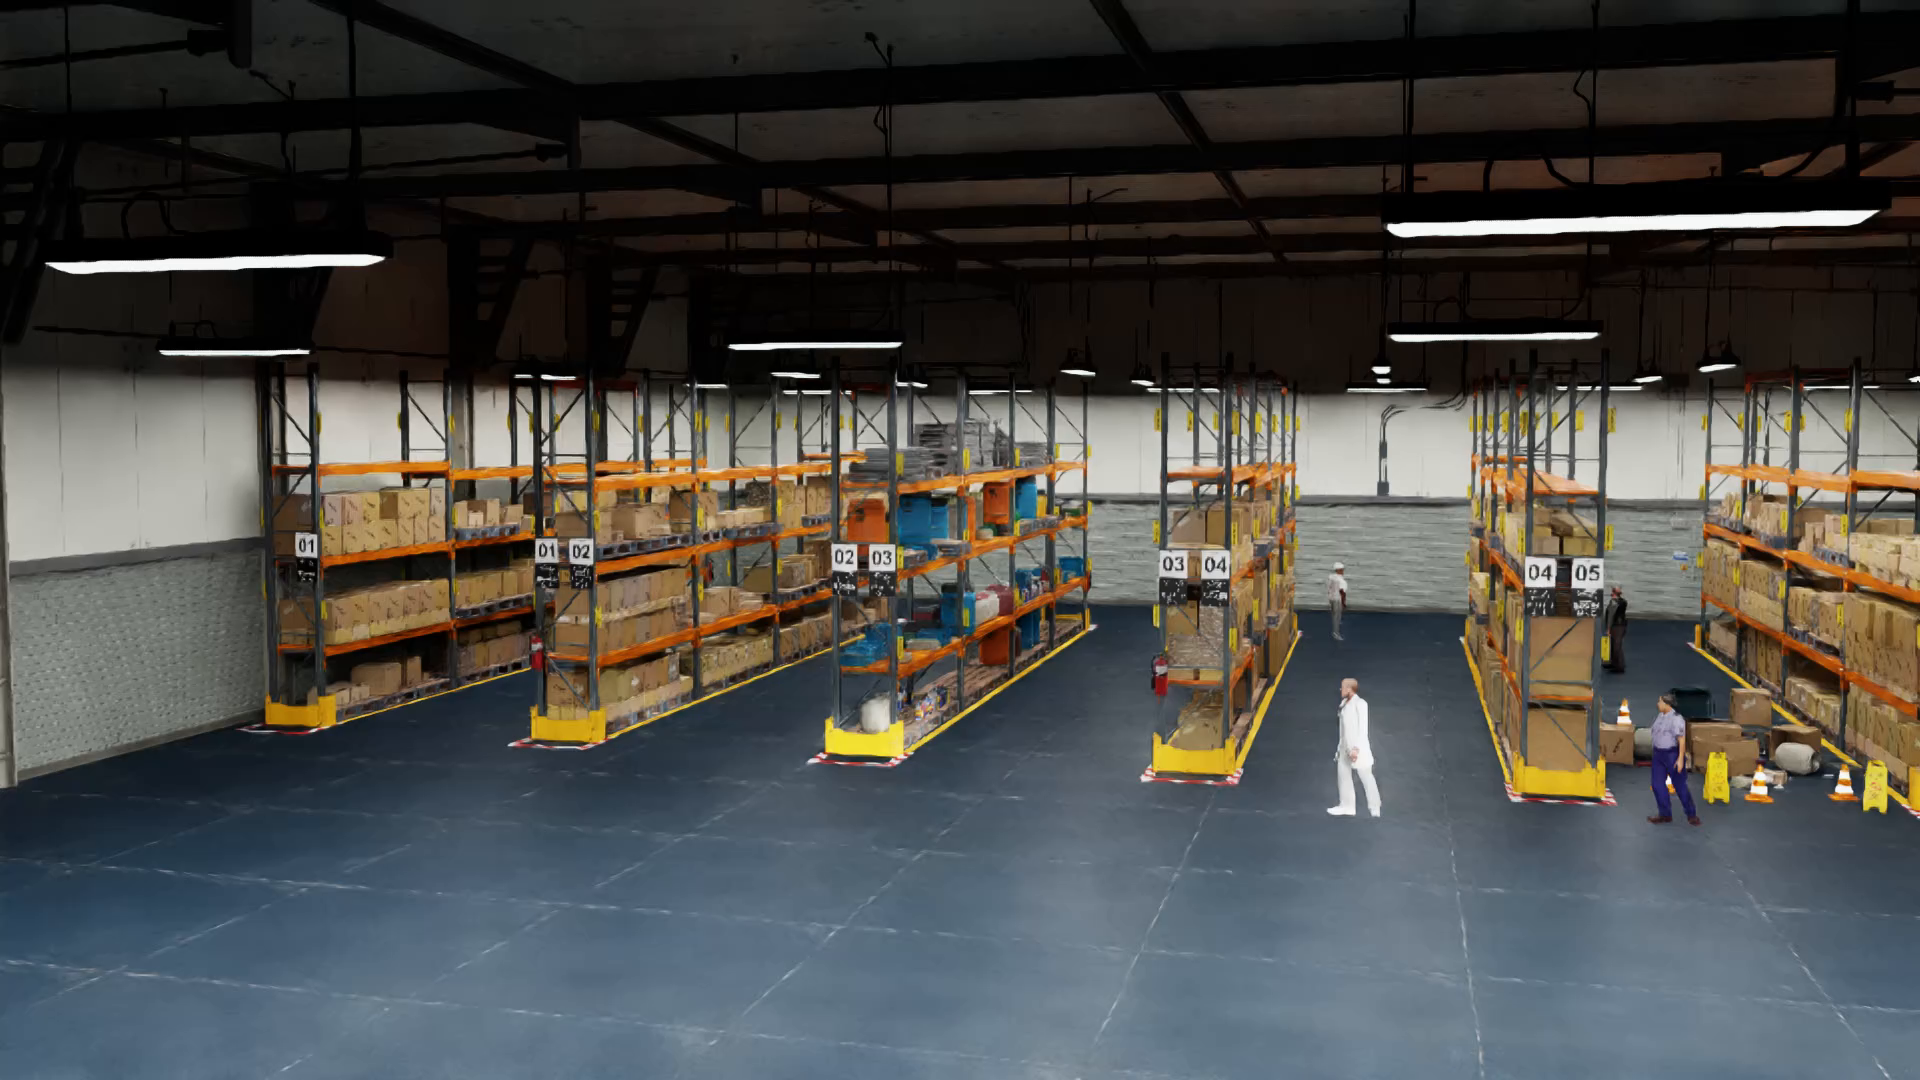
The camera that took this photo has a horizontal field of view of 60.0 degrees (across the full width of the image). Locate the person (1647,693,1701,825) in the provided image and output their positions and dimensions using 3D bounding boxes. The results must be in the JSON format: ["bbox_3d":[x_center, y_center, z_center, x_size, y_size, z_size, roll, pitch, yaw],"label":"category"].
[{"bbox_3d":[8.959,2.744,20.830,0.538,1.609,0.597,-1,4,-13],"label":"person"}]

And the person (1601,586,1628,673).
[{"bbox_3d":[13.168,1.777,33.440,0.570,1.718,0.627,4,5,43],"label":"person"}]

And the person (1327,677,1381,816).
[{"bbox_3d":[5.057,2.633,21.197,0.674,1.770,0.618,-1,4,-19],"label":"person"}]

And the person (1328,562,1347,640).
[{"bbox_3d":[8.767,1.398,38.408,0.463,1.772,0.649,-1,4,-14],"label":"person"}]
